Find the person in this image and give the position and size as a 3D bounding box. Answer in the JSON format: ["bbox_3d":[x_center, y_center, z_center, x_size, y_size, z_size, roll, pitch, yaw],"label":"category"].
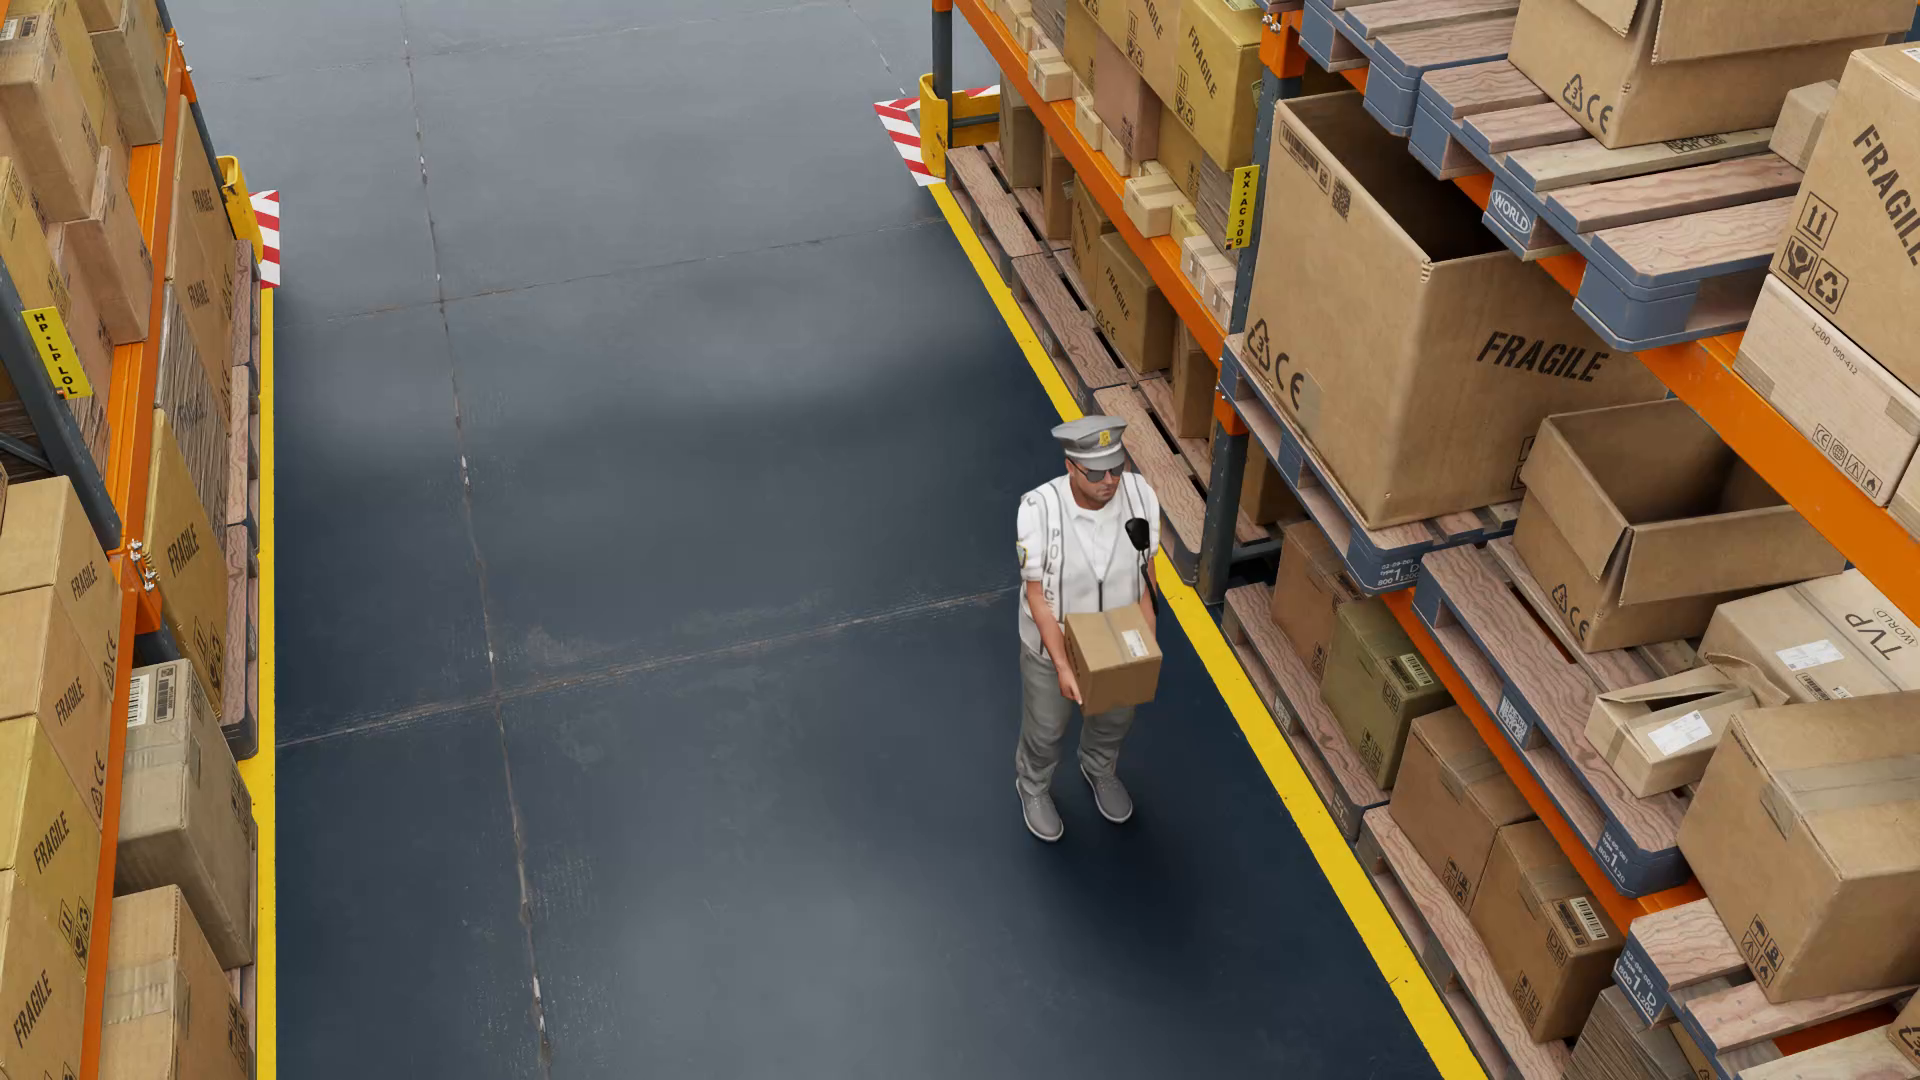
[{"bbox_3d":[0.459,0.362,5.740,0.494,1.766,0.572,-11,43,-12],"label":"person"}]
